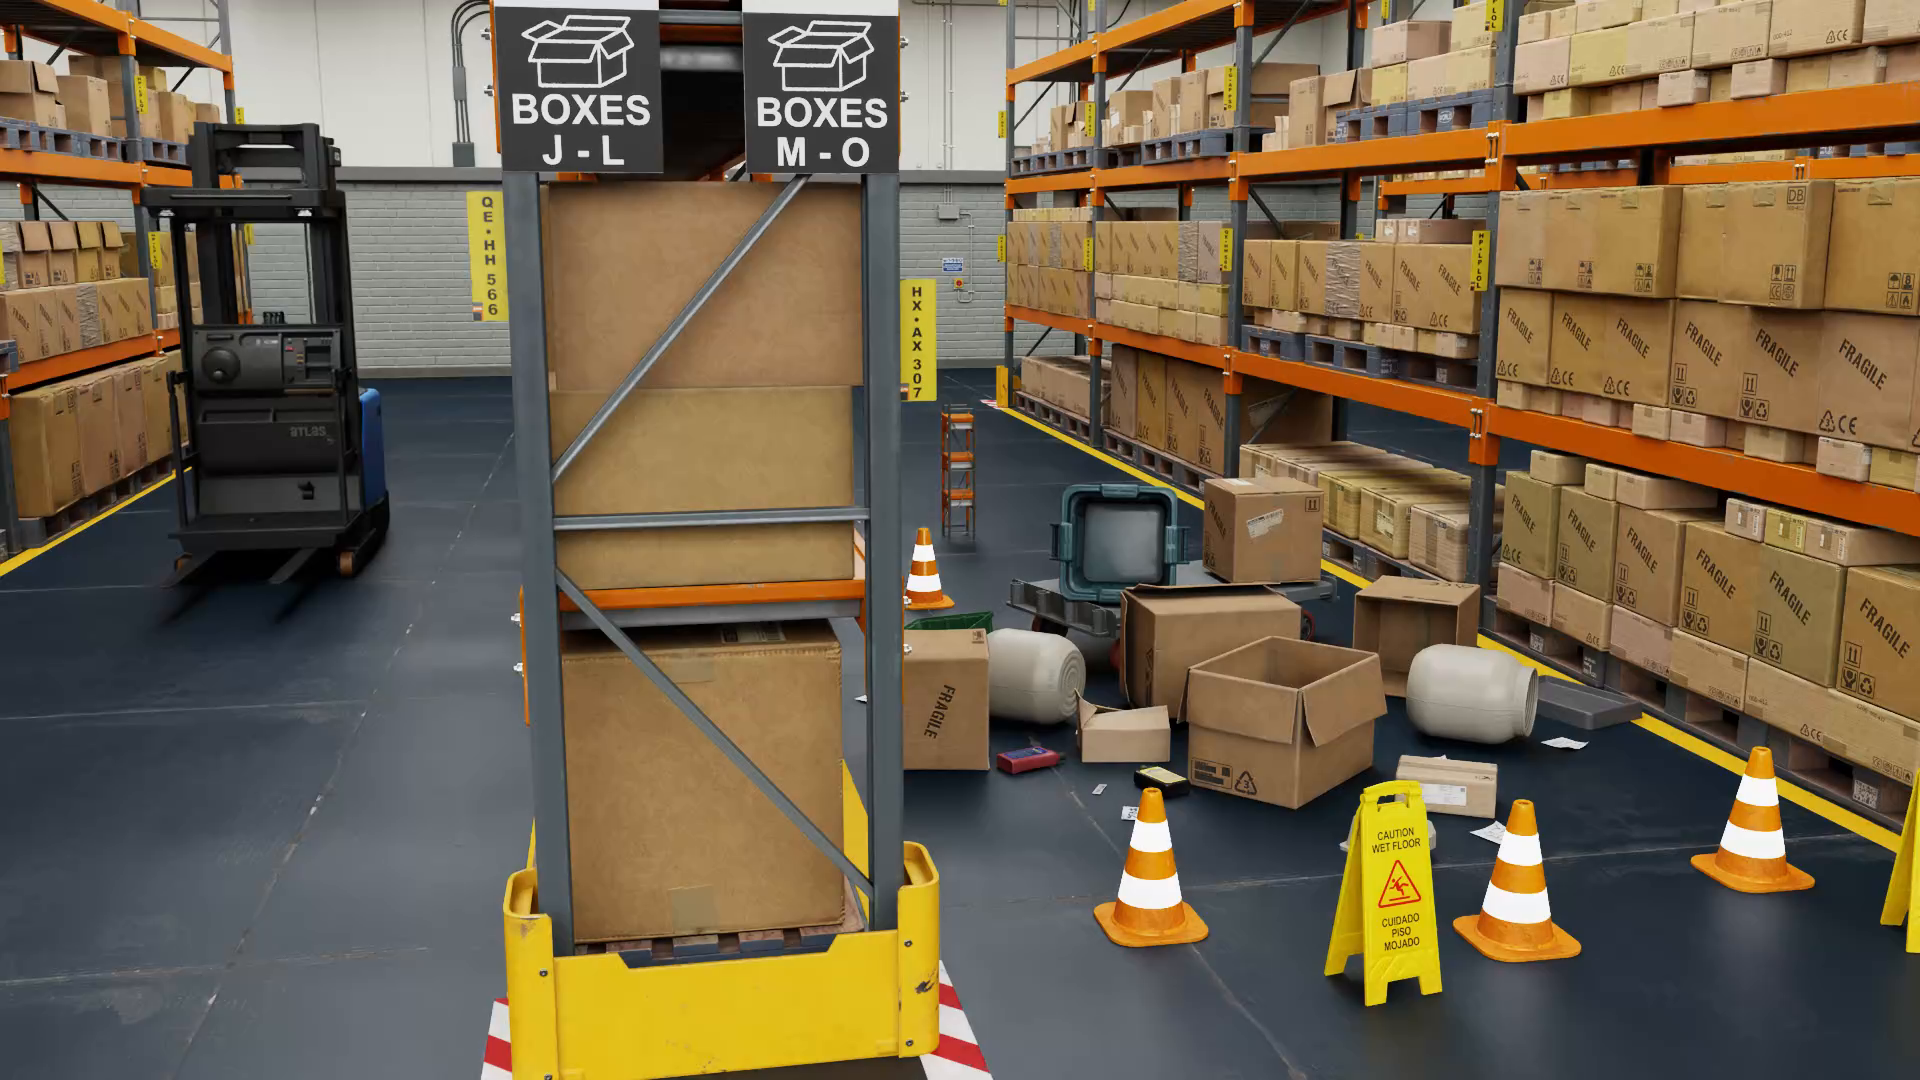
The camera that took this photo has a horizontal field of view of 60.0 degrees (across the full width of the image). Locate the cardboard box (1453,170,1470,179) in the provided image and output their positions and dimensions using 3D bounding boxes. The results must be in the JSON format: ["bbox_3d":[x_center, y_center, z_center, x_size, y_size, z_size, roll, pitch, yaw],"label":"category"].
[{"bbox_3d":[6.023,-4.320,19.518,0.380,0.149,0.250,-2,11,-10],"label":"cardboard box"}]

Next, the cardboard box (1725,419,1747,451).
[{"bbox_3d":[3.616,-0.469,7.312,0.380,0.149,0.250,-2,11,-11],"label":"cardboard box"}]

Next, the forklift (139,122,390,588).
[{"bbox_3d":[-4.566,-1.238,10.862,1.130,2.935,3.031,-2,11,-10],"label":"forklift"}]

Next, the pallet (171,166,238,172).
[{"bbox_3d":[-8.501,-4.119,18.031,1.003,0.211,1.213,-2,11,-11],"label":"pallet"}]

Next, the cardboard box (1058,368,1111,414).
[{"bbox_3d":[1.651,-1.683,18.744,0.875,0.438,0.875,-2,11,-13],"label":"cardboard box"}]

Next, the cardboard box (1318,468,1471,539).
[{"bbox_3d":[3.014,-0.255,11.420,0.950,0.372,0.625,-2,11,-9],"label":"cardboard box"}]

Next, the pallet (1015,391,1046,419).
[{"bbox_3d":[1.297,-1.672,20.415,1.003,0.211,1.213,-2,11,-11],"label":"pallet"}]

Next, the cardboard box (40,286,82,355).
[{"bbox_3d":[-7.133,-1.694,12.808,0.500,0.500,0.500,-2,11,-12],"label":"cardboard box"}]

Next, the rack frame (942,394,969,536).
[{"bbox_3d":[-0.034,-0.548,12.267,0.200,1.050,0.008,-2,11,-11],"label":"rack frame"}]

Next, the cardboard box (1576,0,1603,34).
[{"bbox_3d":[3.262,-2.561,8.148,0.380,0.149,0.250,-2,11,-13],"label":"cardboard box"}]

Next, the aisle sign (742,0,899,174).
[{"bbox_3d":[-0.351,-1.327,4.195,0.394,0.787,0.004,-2,11,-11],"label":"aisle sign"}]

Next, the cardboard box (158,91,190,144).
[{"bbox_3d":[-8.152,-4.211,16.616,0.700,0.500,0.500,-2,11,-9],"label":"cardboard box"}]

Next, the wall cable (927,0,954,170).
[{"bbox_3d":[-0.318,-7.165,25.776,0.463,3.000,0.029,-2,11,-11],"label":"wall cable"}]

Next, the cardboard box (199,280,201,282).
[{"bbox_3d":[-7.999,-2.536,17.106,0.500,0.250,0.500,-2,11,-11],"label":"cardboard box"}]

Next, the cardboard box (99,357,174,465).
[{"bbox_3d":[-7.734,-1.137,14.708,1.225,0.875,0.875,-2,11,-11],"label":"cardboard box"}]

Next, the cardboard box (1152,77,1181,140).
[{"bbox_3d":[1.994,-3.760,14.515,0.500,0.500,0.500,-2,11,-10],"label":"cardboard box"}]

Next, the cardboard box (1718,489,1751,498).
[{"bbox_3d":[3.878,-0.016,8.486,0.500,0.500,0.500,-2,11,-10],"label":"cardboard box"}]

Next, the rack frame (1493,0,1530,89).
[{"bbox_3d":[3.399,-3.932,8.786,1.000,3.000,0.127,-2,11,-11],"label":"rack frame"}]

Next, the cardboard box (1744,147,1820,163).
[{"bbox_3d":[7.151,-3.384,14.335,0.500,0.250,0.500,-2,11,-13],"label":"cardboard box"}]

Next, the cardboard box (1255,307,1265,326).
[{"bbox_3d":[2.502,-1.735,12.836,0.380,0.149,0.250,-3,11,-14],"label":"cardboard box"}]

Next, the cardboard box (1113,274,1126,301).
[{"bbox_3d":[1.781,-2.438,16.048,0.500,0.250,0.500,-2,11,-10],"label":"cardboard box"}]

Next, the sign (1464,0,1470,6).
[{"bbox_3d":[6.482,-6.867,21.285,0.100,0.325,0.005,-2,11,-11],"label":"sign"}]

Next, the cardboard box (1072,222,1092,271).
[{"bbox_3d":[1.480,-3.069,17.354,0.500,0.500,0.500,-2,11,-11],"label":"cardboard box"}]

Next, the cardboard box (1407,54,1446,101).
[{"bbox_3d":[3.050,-2.785,10.065,0.500,0.250,0.500,-2,11,-10],"label":"cardboard box"}]

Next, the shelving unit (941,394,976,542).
[{"bbox_3d":[-0.010,-0.526,12.150,0.215,1.050,0.252,-2,11,-11],"label":"shelving unit"}]

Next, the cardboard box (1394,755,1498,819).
[{"bbox_3d":[1.941,0.983,6.635,0.380,0.149,0.250,4,11,18],"label":"cardboard box"}]

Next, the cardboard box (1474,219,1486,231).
[{"bbox_3d":[3.342,-1.999,10.757,0.380,0.149,0.250,-1,11,-8],"label":"cardboard box"}]

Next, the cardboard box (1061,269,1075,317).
[{"bbox_3d":[1.397,-2.671,17.939,0.500,0.500,0.500,-2,11,-12],"label":"cardboard box"}]

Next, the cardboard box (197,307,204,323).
[{"bbox_3d":[-7.862,-2.272,16.783,0.380,0.149,0.250,-2,11,-10],"label":"cardboard box"}]

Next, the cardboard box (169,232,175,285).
[{"bbox_3d":[-7.808,-2.720,16.064,0.500,0.500,0.500,-2,11,-11],"label":"cardboard box"}]

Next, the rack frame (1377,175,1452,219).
[{"bbox_3d":[5.933,-3.367,21.862,1.000,3.000,0.127,-2,11,-11],"label":"rack frame"}]

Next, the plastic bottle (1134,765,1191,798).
[{"bbox_3d":[0.810,0.987,6.847,0.133,0.061,0.283,-6,13,-31],"label":"plastic bottle"}]

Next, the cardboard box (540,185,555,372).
[{"bbox_3d":[-0.891,-0.823,5.211,0.875,0.550,0.550,-2,11,-11],"label":"cardboard box"}]

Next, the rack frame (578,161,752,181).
[{"bbox_3d":[-1.437,-0.786,8.303,1.000,3.000,0.127,-2,11,-11],"label":"rack frame"}]

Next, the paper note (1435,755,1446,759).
[{"bbox_3d":[2.022,0.951,7.149,0.148,0.019,0.142,2,11,9],"label":"paper note"}]

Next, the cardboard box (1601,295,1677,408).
[{"bbox_3d":[3.416,-0.905,7.867,0.500,0.500,0.500,-2,11,-11],"label":"cardboard box"}]

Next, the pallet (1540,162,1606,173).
[{"bbox_3d":[6.769,-3.892,17.103,1.213,0.211,1.003,-2,11,-11],"label":"pallet"}]

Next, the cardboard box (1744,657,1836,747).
[{"bbox_3d":[3.663,0.660,6.938,0.500,0.250,0.500,-2,11,-11],"label":"cardboard box"}]

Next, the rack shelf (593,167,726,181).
[{"bbox_3d":[-2.604,-3.007,13.872,1.077,0.370,4.000,-2,11,-11],"label":"rack shelf"}]

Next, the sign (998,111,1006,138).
[{"bbox_3d":[0.519,-5.108,20.440,0.100,0.325,0.005,-2,11,-11],"label":"sign"}]

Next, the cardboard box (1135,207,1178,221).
[{"bbox_3d":[2.036,-3.378,17.246,0.380,0.149,0.250,-2,11,-12],"label":"cardboard box"}]

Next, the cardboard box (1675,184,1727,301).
[{"bbox_3d":[3.611,-1.302,7.280,0.700,0.500,0.500,-2,11,-11],"label":"cardboard box"}]

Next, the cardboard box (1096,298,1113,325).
[{"bbox_3d":[1.670,-2.288,16.595,0.500,0.250,0.500,-2,11,-12],"label":"cardboard box"}]

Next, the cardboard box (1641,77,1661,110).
[{"bbox_3d":[3.422,-2.080,7.753,0.380,0.149,0.250,-2,11,-13],"label":"cardboard box"}]

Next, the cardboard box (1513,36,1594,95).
[{"bbox_3d":[3.216,-2.440,8.576,0.500,0.250,0.500,-2,11,-12],"label":"cardboard box"}]

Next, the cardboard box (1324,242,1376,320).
[{"bbox_3d":[2.789,-1.744,11.152,0.500,0.500,0.500,-3,11,-13],"label":"cardboard box"}]

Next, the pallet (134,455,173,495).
[{"bbox_3d":[-7.654,-0.583,14.694,1.003,0.211,1.213,-2,11,-11],"label":"pallet"}]

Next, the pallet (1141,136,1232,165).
[{"bbox_3d":[2.223,-3.420,14.625,1.003,0.211,1.213,-2,11,-8],"label":"pallet"}]

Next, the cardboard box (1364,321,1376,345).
[{"bbox_3d":[2.844,-1.339,10.760,0.380,0.149,0.250,-2,11,-11],"label":"cardboard box"}]

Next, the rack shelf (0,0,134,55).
[{"bbox_3d":[-7.489,-4.122,12.778,1.077,0.370,4.000,-2,11,-11],"label":"rack shelf"}]

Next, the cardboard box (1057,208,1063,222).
[{"bbox_3d":[1.284,-3.592,18.372,0.380,0.149,0.250,-2,11,-12],"label":"cardboard box"}]

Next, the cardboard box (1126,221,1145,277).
[{"bbox_3d":[1.868,-2.716,15.505,0.500,0.500,0.500,-2,11,-12],"label":"cardboard box"}]

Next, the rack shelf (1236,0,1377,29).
[{"bbox_3d":[3.010,-3.749,10.817,1.077,0.370,4.000,-2,11,-11],"label":"rack shelf"}]

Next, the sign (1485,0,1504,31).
[{"bbox_3d":[2.855,-2.885,8.871,0.100,0.325,0.005,-2,11,-11],"label":"sign"}]
